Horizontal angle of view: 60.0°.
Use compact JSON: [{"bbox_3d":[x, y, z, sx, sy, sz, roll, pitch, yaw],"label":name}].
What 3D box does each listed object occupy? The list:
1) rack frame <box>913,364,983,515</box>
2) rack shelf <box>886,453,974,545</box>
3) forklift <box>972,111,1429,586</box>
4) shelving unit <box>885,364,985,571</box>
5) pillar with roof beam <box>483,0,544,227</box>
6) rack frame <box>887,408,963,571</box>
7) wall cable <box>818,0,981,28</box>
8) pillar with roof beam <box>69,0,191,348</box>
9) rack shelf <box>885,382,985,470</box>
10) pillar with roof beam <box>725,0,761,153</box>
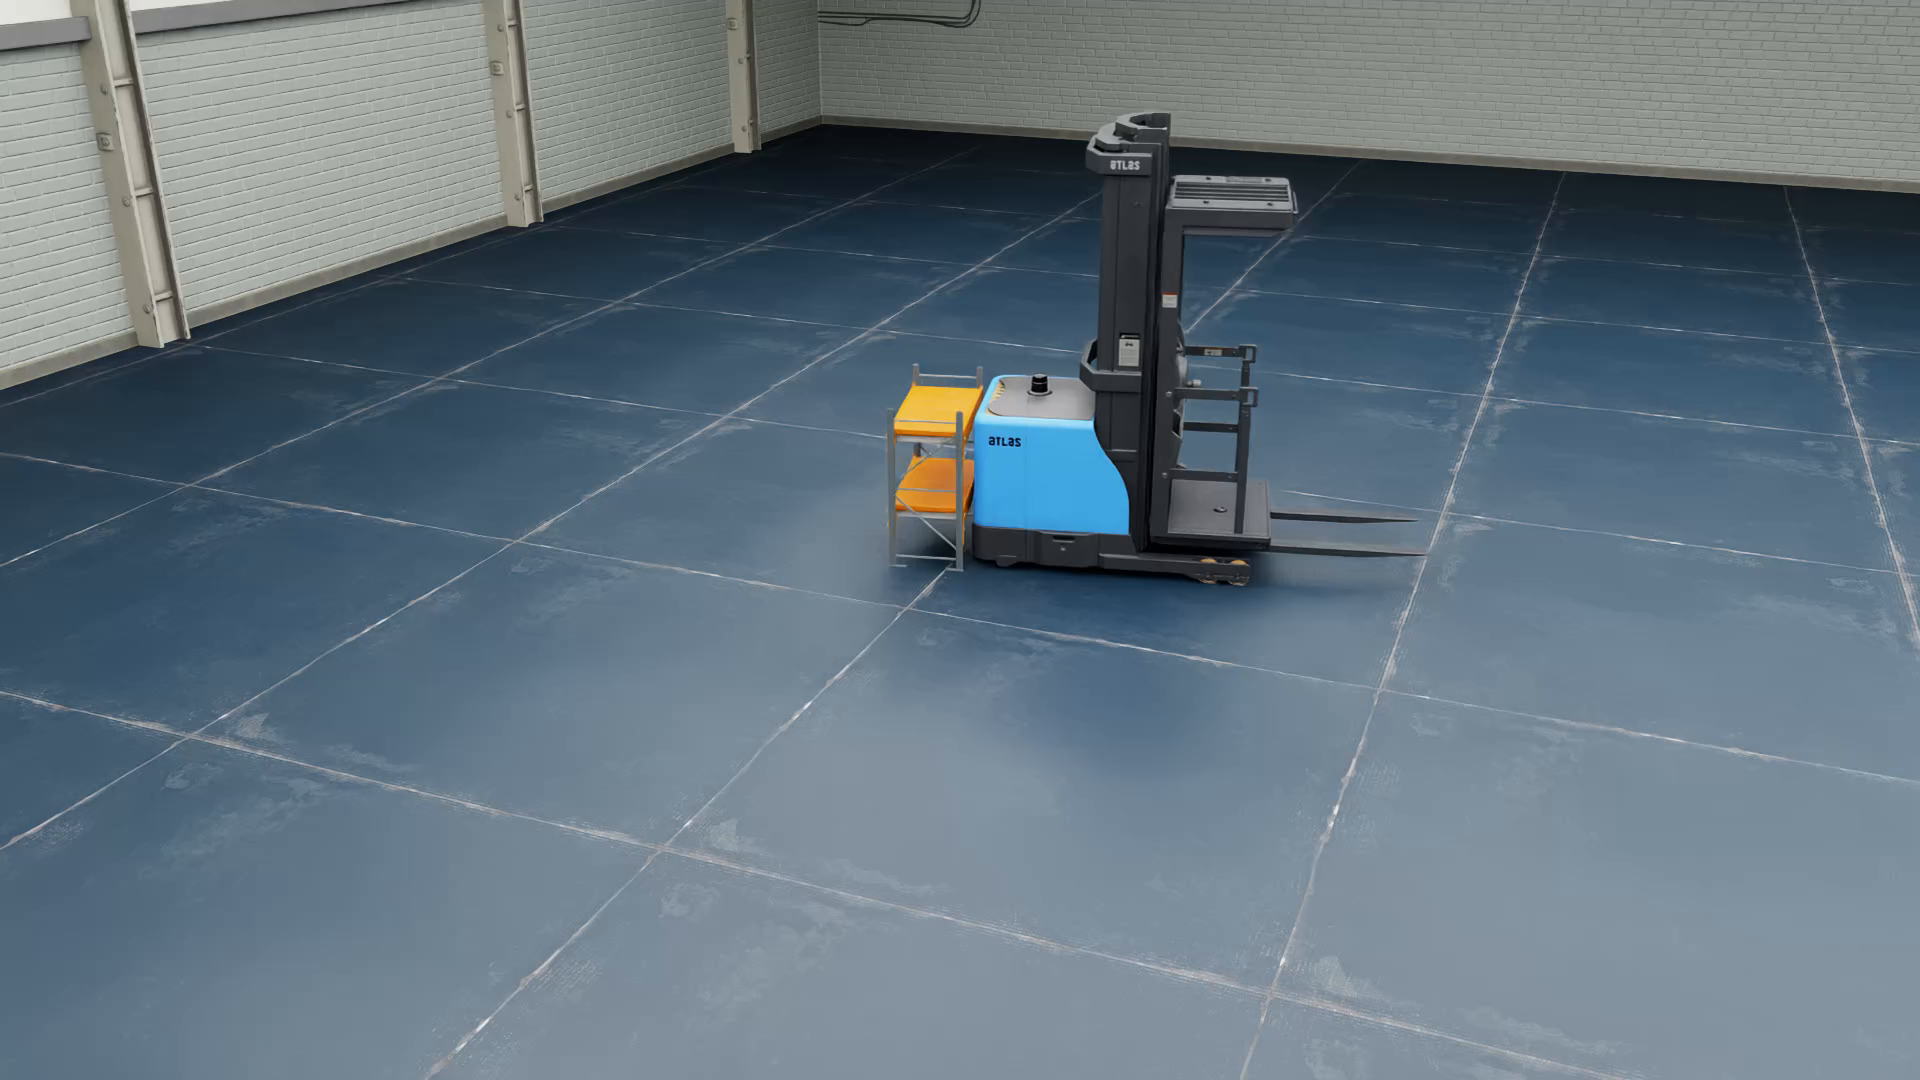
[{"bbox_3d":[-0.086,-0.716,12.006,0.500,1.125,0.032,3,23,7],"label":"rack frame"},{"bbox_3d":[-0.158,-0.297,11.636,0.538,0.278,1.000,3,23,7],"label":"rack shelf"},{"bbox_3d":[1.642,-1.270,10.987,3.031,2.935,1.130,3,23,8],"label":"forklift"},{"bbox_3d":[-0.158,-0.523,11.542,0.538,1.125,1.048,3,23,7],"label":"shelving unit"},{"bbox_3d":[-1.654,-7.650,18.390,9.100,9.000,0.400,9,24,20],"label":"pillar with roof beam"},{"bbox_3d":[-0.230,-0.329,11.077,0.500,1.125,0.032,3,23,7],"label":"rack frame"},{"bbox_3d":[-1.100,-9.846,27.675,3.097,2.526,0.112,9,24,20],"label":"wall cable"},{"bbox_3d":[-3.882,-5.503,13.250,9.100,9.000,0.400,9,24,20],"label":"pillar with roof beam"},{"bbox_3d":[-0.158,-0.793,11.429,0.538,0.278,1.000,3,23,7],"label":"rack shelf"},{"bbox_3d":[0.575,-9.797,23.530,9.100,9.000,0.400,9,24,20],"label":"pillar with roof beam"}]
